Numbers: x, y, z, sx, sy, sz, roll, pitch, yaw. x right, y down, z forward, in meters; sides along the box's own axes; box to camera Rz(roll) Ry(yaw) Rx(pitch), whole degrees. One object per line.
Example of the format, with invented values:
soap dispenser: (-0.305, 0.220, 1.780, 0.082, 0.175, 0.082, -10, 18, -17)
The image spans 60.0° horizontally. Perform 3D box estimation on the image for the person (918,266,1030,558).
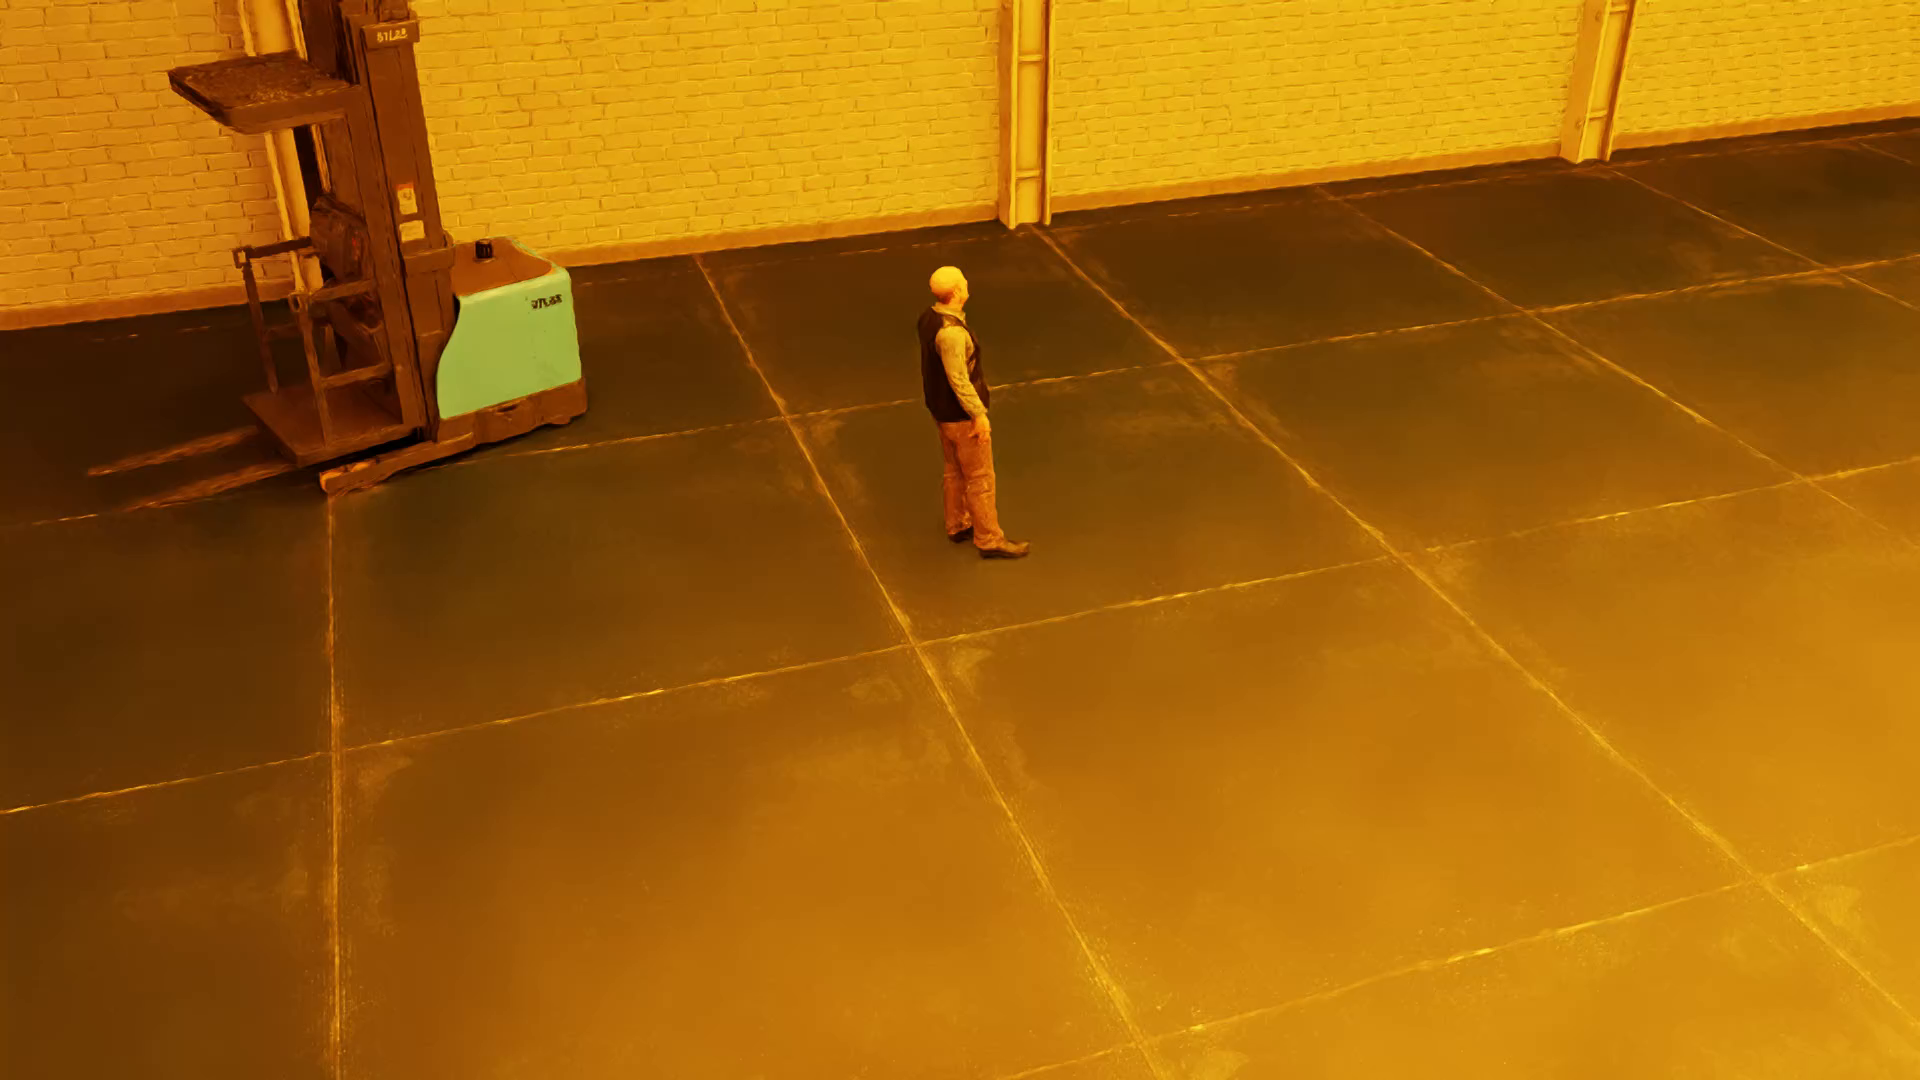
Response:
person: (0.062, -0.759, 9.604, 0.567, 1.720, 0.632, -10, 31, -16)

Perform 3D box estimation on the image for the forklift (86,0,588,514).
forklift: (-4.030, -1.839, 10.283, 3.031, 2.935, 1.130, -22, 36, -33)
